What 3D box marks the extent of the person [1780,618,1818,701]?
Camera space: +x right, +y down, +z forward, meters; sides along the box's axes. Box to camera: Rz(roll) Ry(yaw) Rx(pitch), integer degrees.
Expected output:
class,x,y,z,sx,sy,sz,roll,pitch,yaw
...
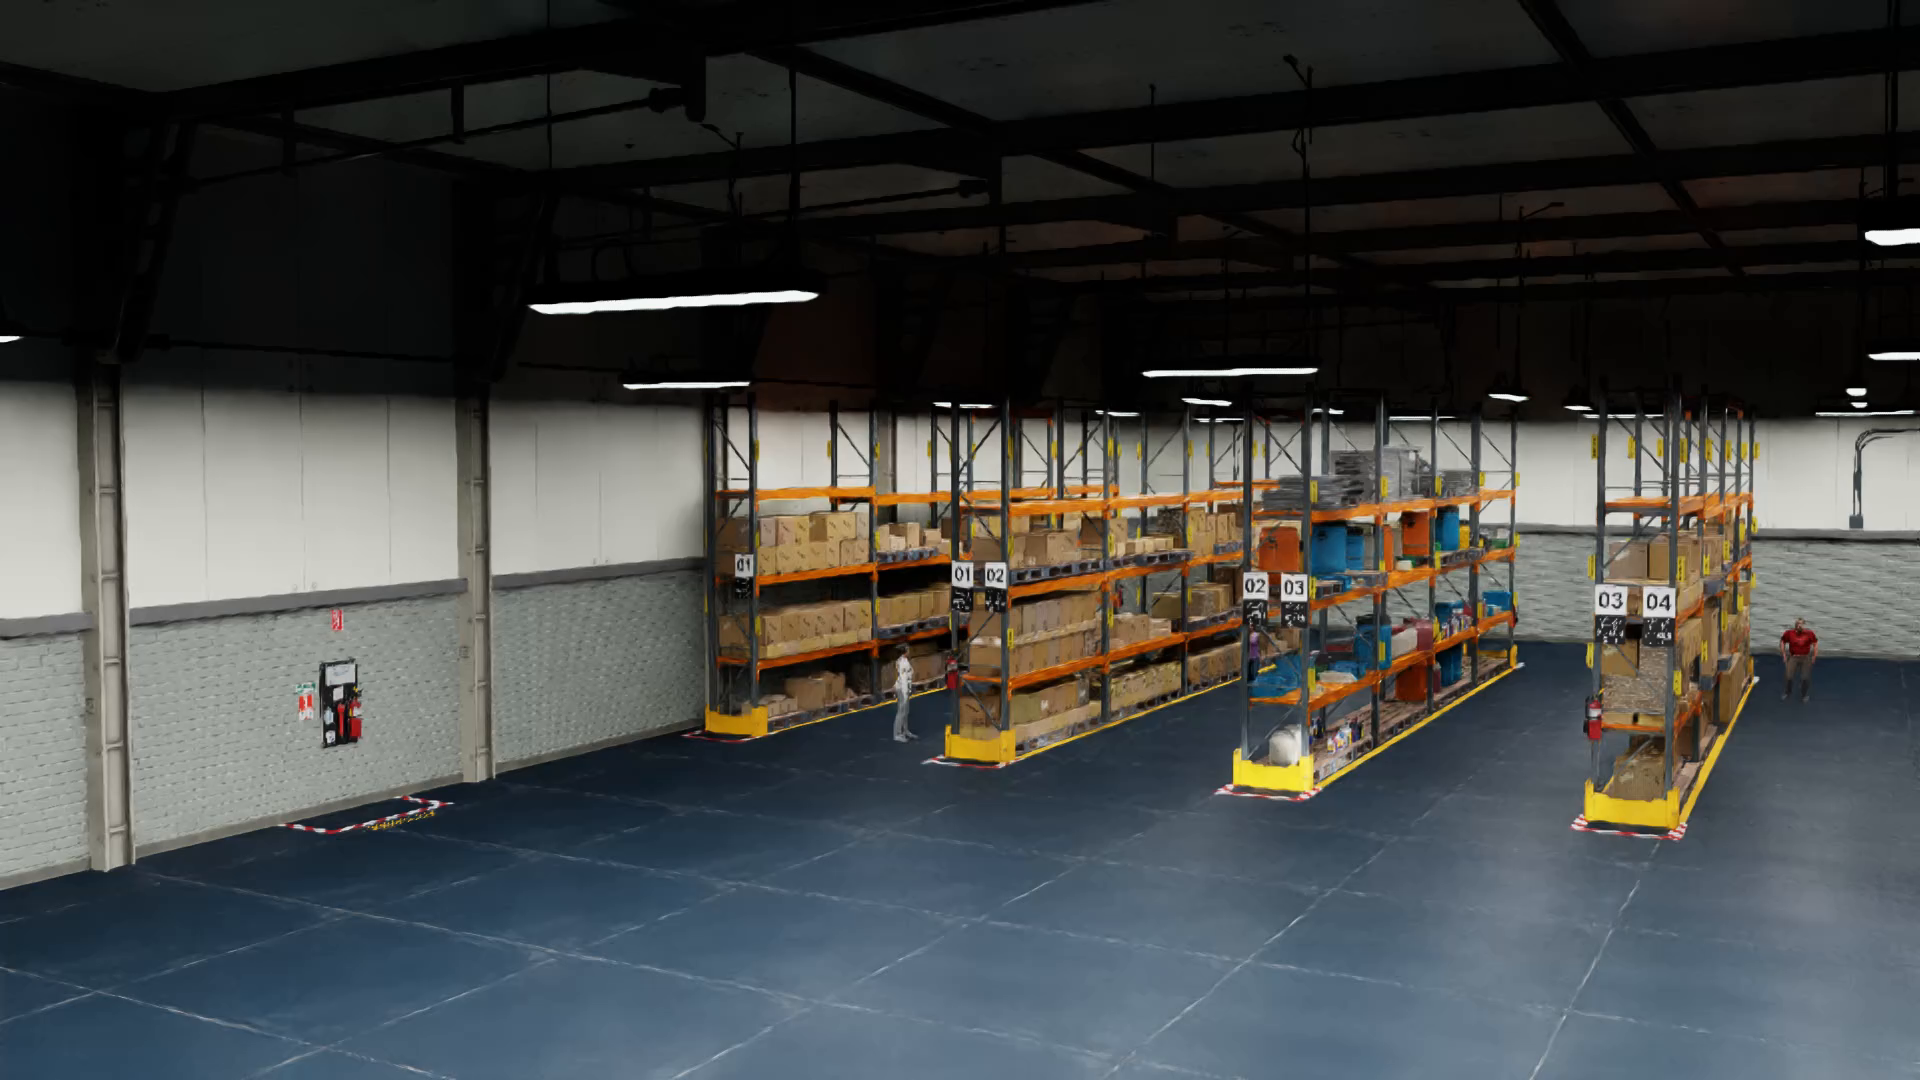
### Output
class,x,y,z,sx,sy,sz,roll,pitch,yaw
person,16.757,2.375,33.224,0.682,1.676,0.535,2,3,26

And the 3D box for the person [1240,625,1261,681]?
class,x,y,z,sx,sy,sz,roll,pitch,yaw
person,5.921,2.392,33.872,0.411,1.533,0.957,1,3,20

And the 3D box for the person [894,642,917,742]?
class,x,y,z,sx,sy,sz,roll,pitch,yaw
person,-0.939,2.602,28.650,0.406,1.675,0.532,0,3,-3
